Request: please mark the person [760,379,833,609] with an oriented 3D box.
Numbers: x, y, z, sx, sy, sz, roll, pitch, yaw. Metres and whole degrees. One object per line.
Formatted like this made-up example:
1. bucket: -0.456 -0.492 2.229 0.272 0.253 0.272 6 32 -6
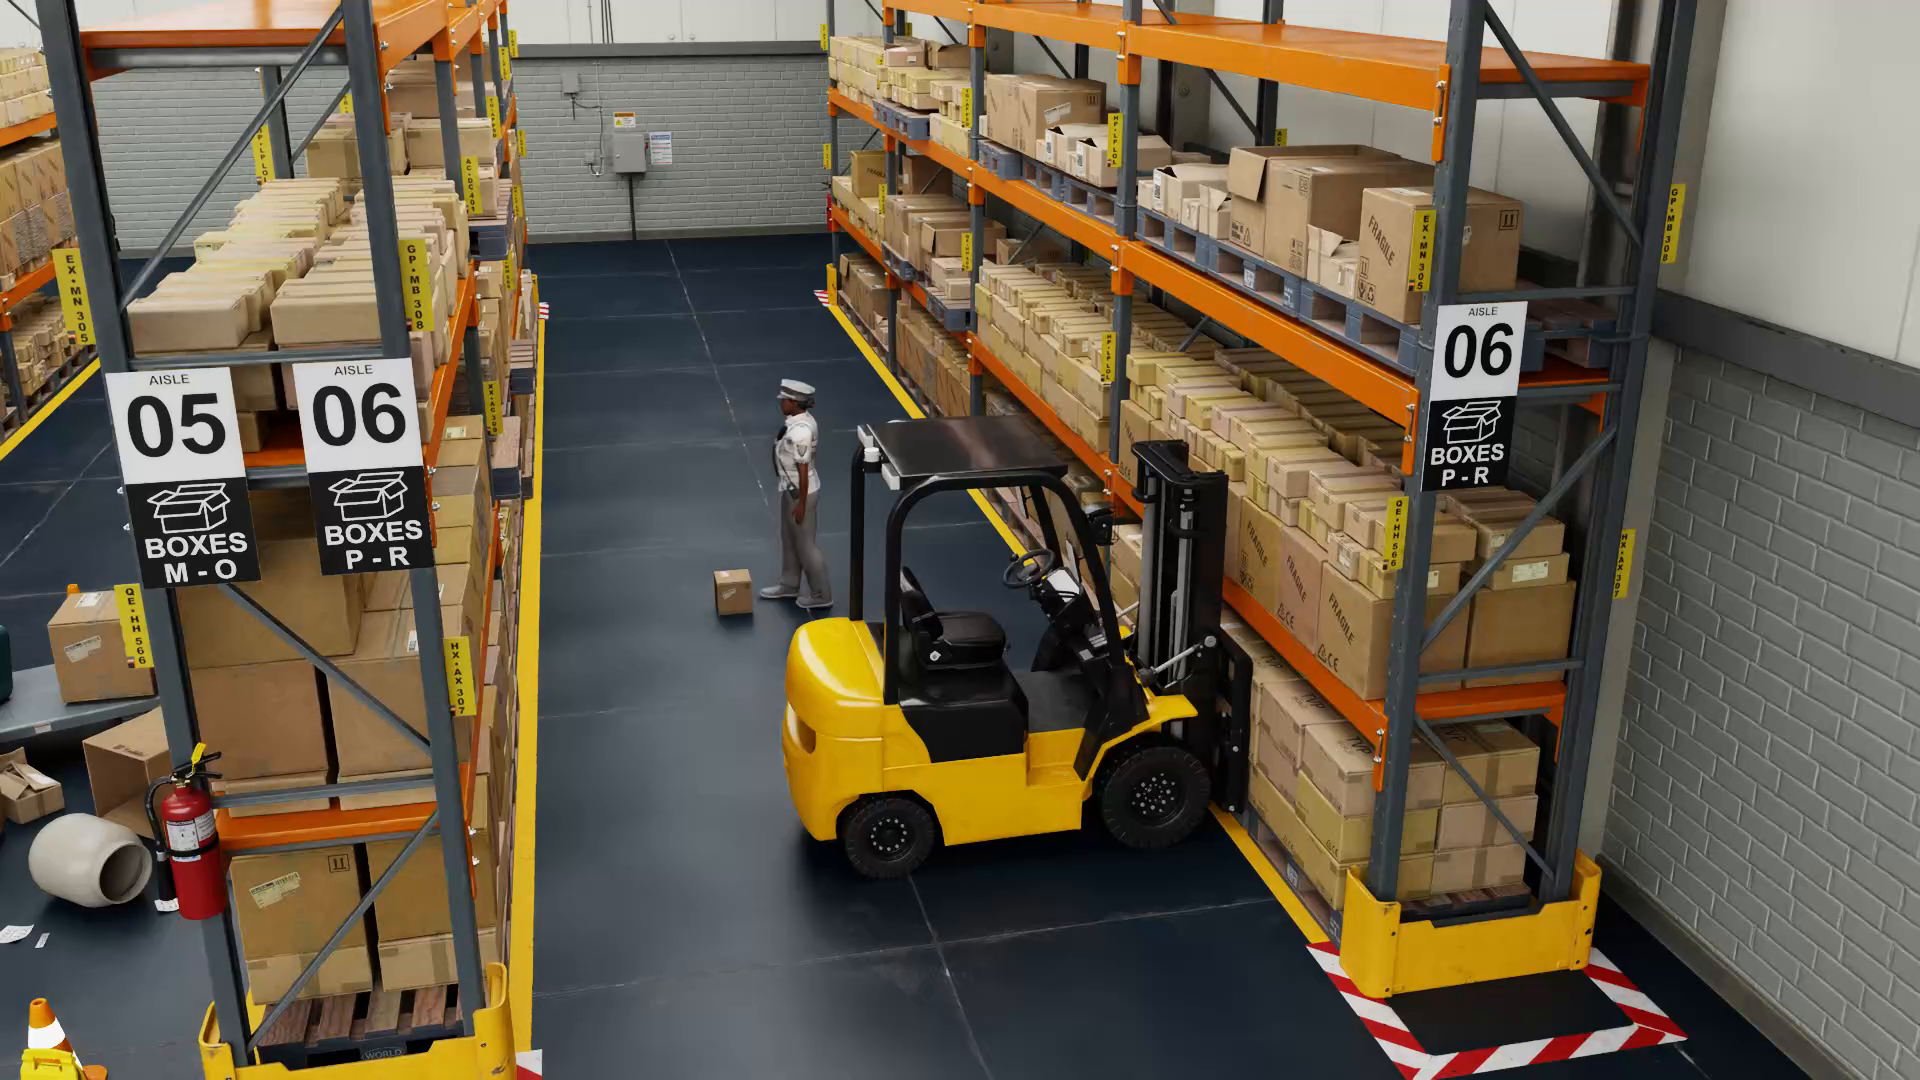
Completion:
1. person: -1.206 -0.333 11.965 0.546 1.687 0.457 -1 20 -3
